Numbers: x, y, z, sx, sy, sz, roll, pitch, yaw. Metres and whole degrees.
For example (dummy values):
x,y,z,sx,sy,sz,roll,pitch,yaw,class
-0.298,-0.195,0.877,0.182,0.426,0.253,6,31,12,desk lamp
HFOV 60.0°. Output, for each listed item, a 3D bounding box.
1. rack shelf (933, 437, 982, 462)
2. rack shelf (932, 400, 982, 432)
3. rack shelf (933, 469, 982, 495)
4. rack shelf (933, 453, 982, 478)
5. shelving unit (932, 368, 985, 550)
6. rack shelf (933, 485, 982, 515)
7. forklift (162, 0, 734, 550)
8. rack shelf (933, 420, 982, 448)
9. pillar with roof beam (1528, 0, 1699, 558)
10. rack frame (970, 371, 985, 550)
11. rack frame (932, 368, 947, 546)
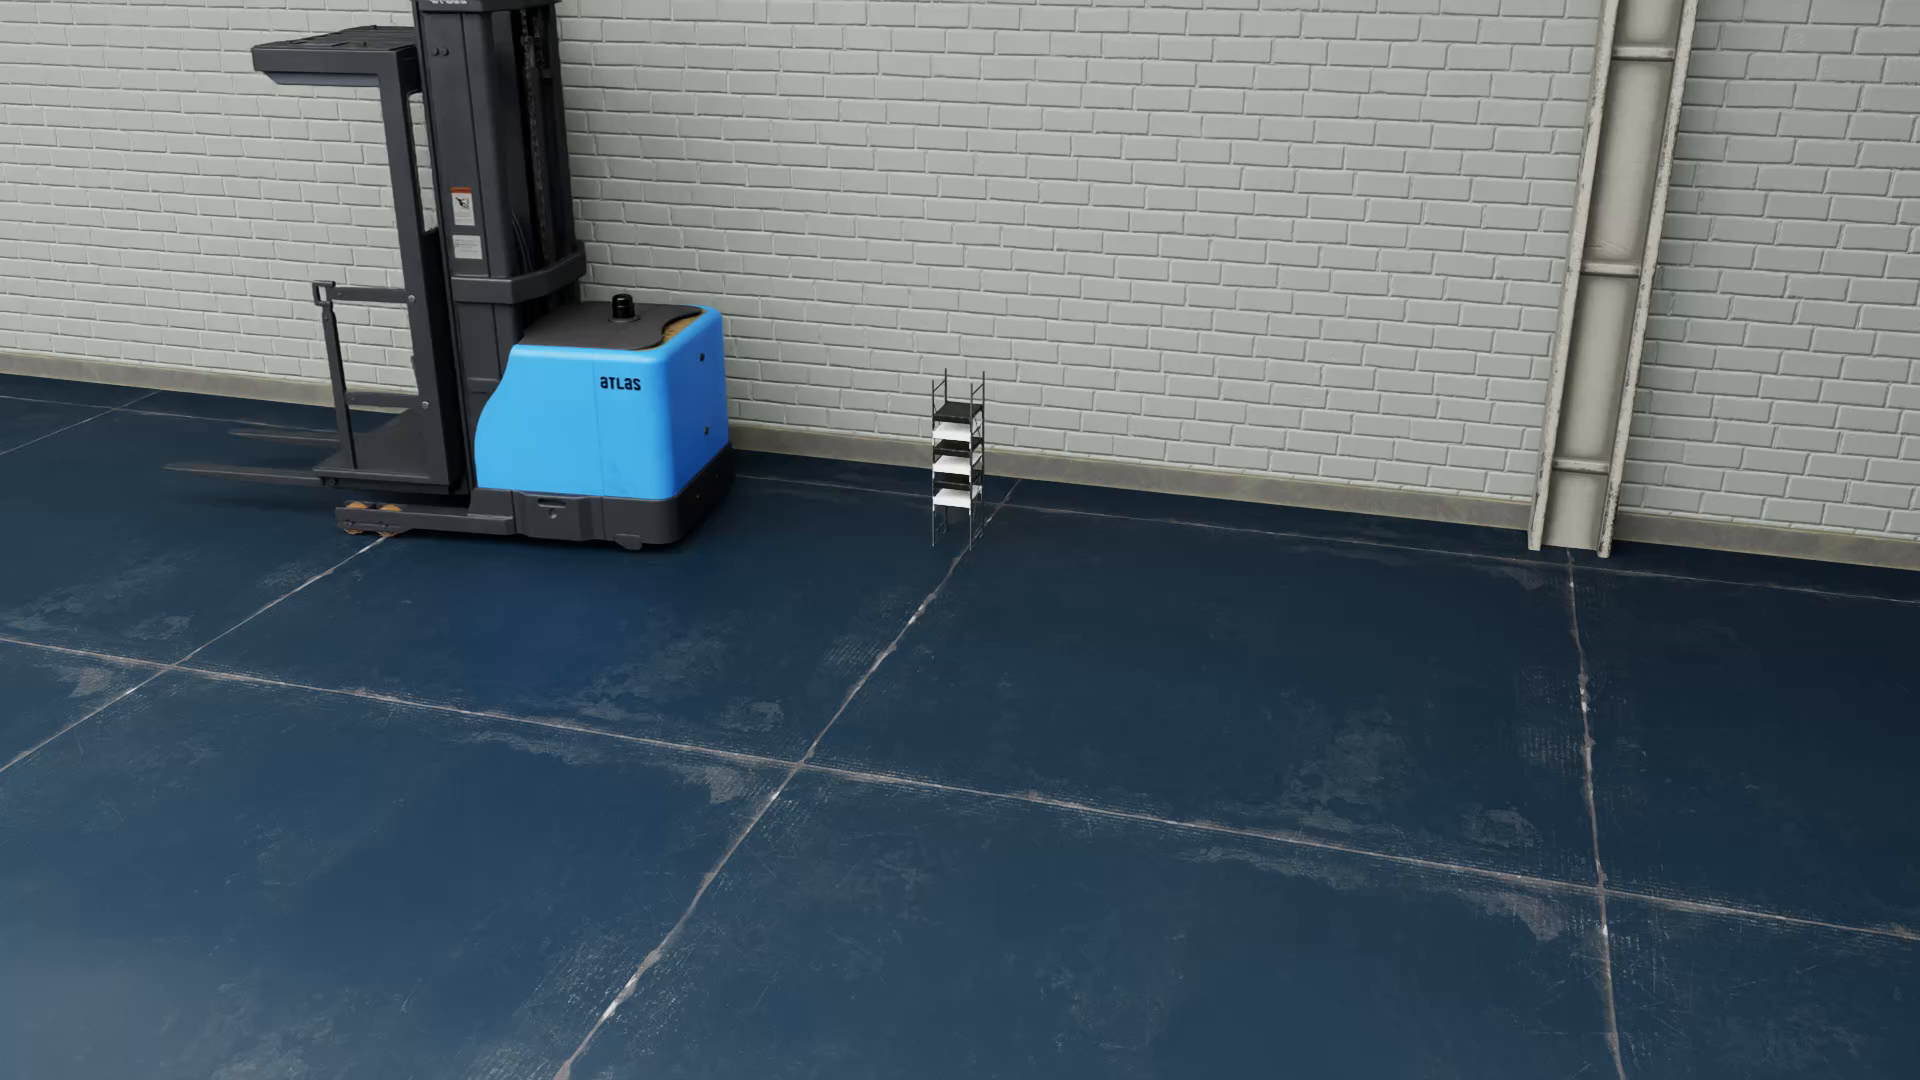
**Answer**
x,y,z,sx,sy,sz,roll,pitch,yaw,class
-0.008,-0.470,8.580,0.200,0.077,0.258,7,23,16,rack shelf
-0.008,-0.636,8.512,0.200,0.077,0.258,7,23,16,rack shelf
-0.008,-0.303,8.648,0.200,0.077,0.258,7,23,16,rack shelf
-0.008,-0.386,8.614,0.200,0.077,0.258,7,23,16,rack shelf
-0.008,-0.417,8.601,0.210,0.900,0.258,7,23,16,shelving unit
-0.008,-0.220,8.682,0.200,0.077,0.258,7,23,16,rack shelf
-2.845,-1.563,8.719,3.031,2.935,1.130,4,23,10,forklift
-0.008,-0.553,8.546,0.200,0.077,0.258,7,23,16,rack shelf
1.950,-2.585,3.214,0.400,9.000,9.100,7,23,16,pillar with roof beam
0.090,-0.406,8.574,0.006,0.900,0.240,7,23,16,rack frame
-0.105,-0.428,8.629,0.006,0.900,0.240,7,23,16,rack frame
